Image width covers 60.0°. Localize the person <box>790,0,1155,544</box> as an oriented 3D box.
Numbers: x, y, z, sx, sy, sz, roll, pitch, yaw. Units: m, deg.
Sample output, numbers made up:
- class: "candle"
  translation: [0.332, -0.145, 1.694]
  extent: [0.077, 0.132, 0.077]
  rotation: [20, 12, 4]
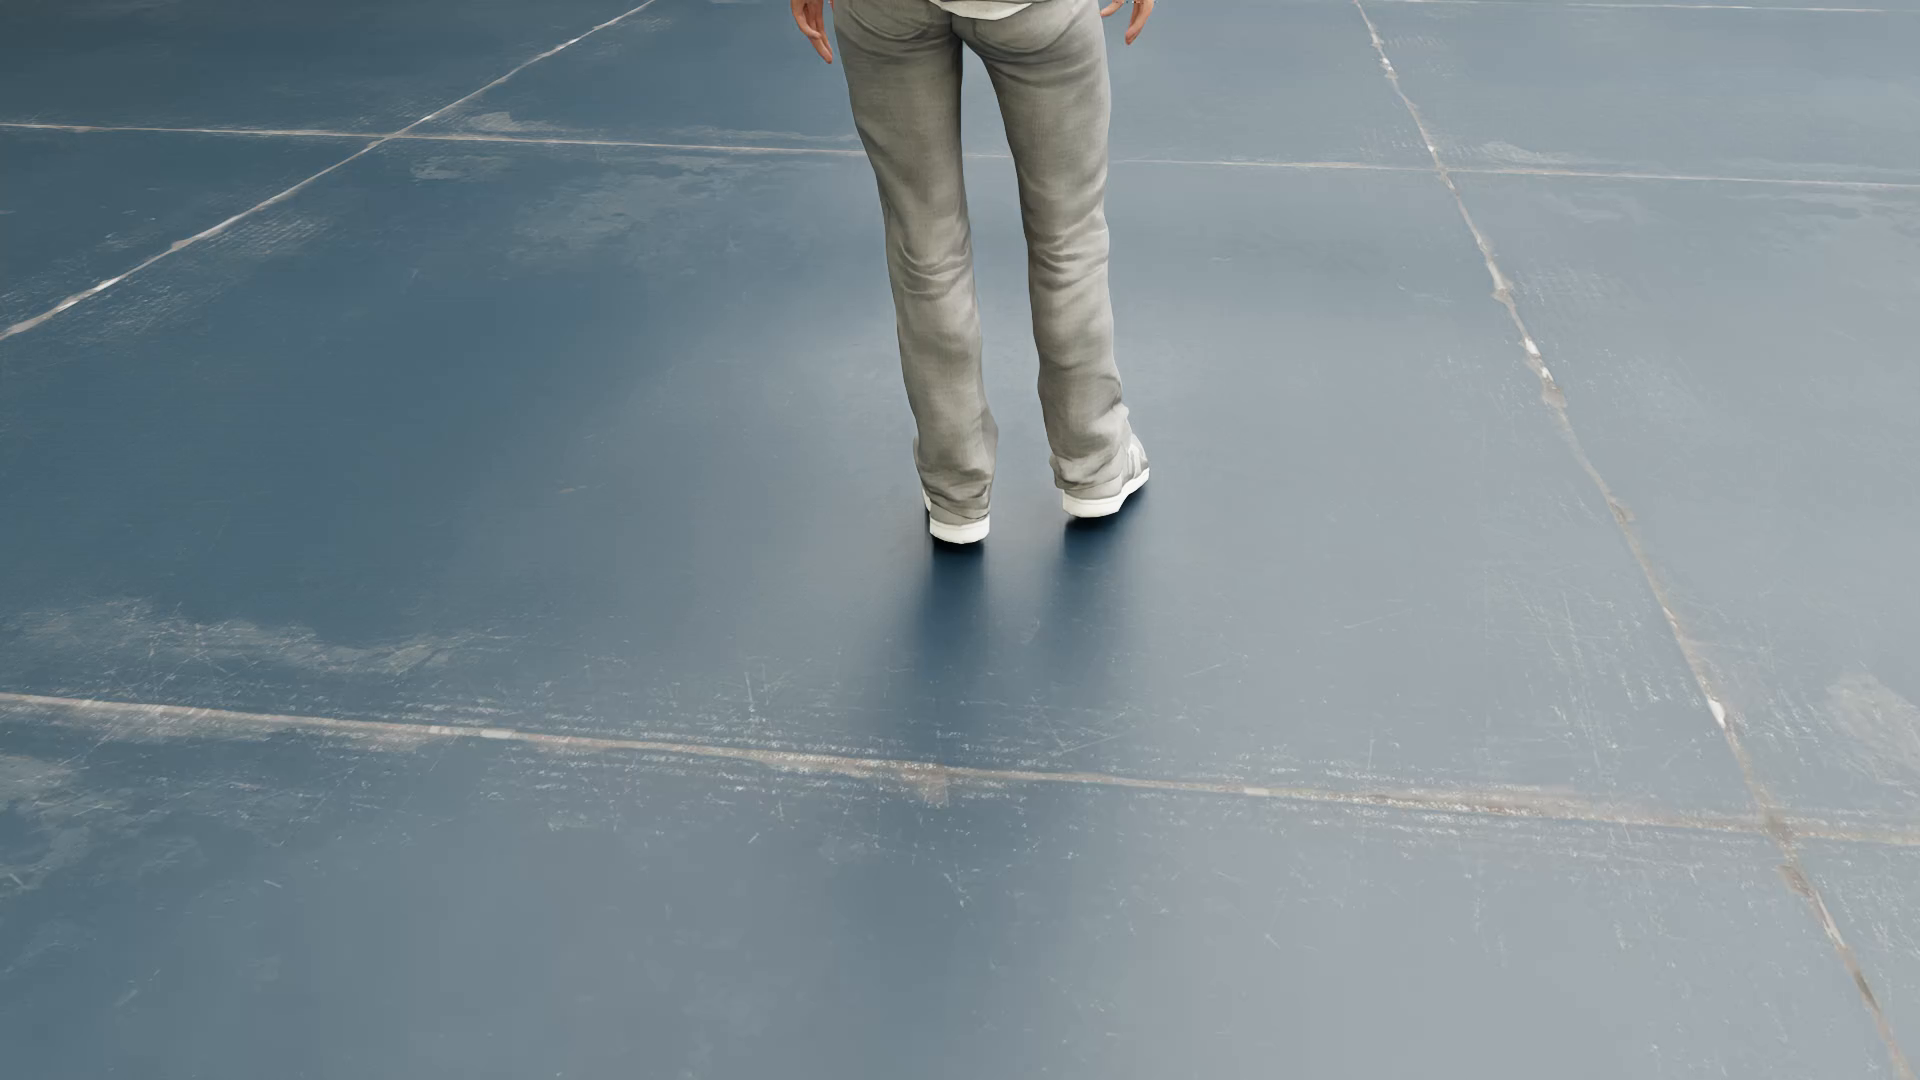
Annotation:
- class: "person"
  translation: [0.024, -0.754, 2.205]
  extent: [0.520, 1.599, 0.473]
  rotation: [3, 27, 7]
